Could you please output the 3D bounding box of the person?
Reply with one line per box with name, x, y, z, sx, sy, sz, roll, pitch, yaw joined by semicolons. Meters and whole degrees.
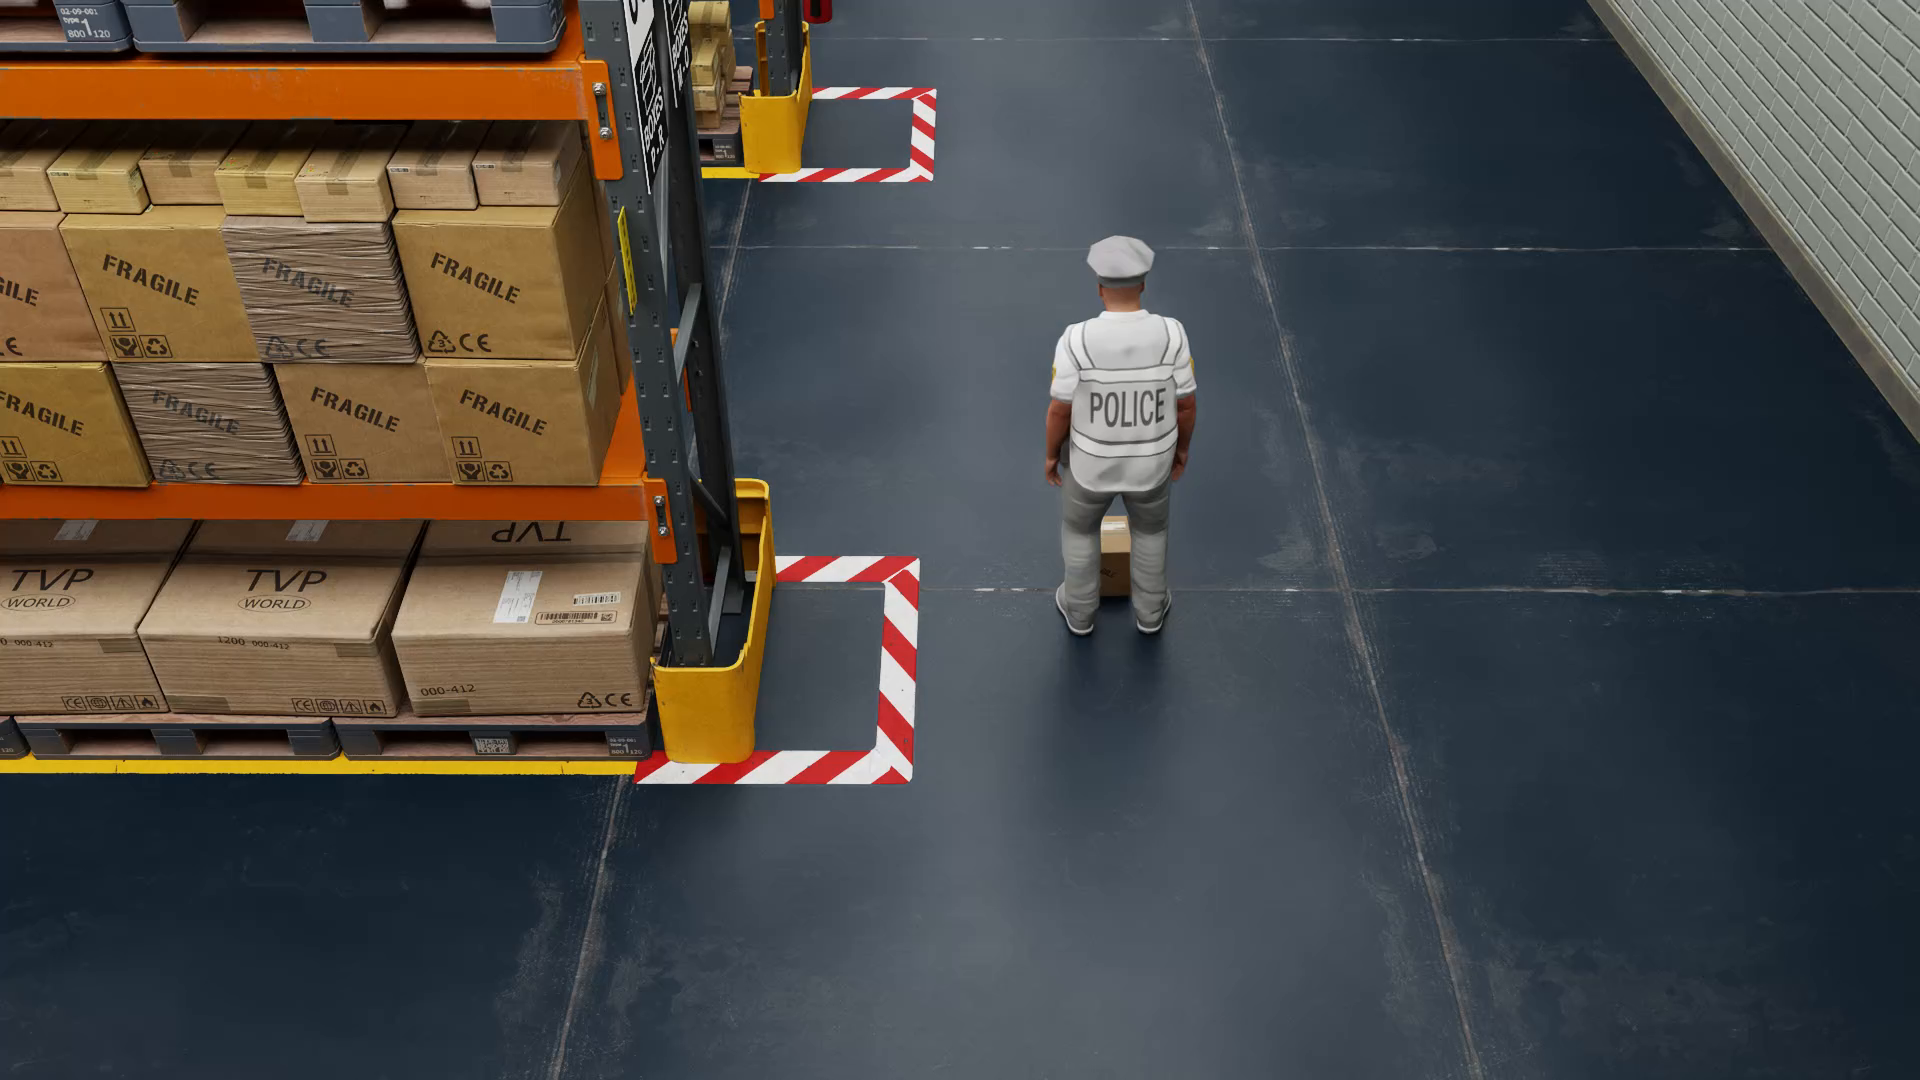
person;0.624;-0.333;6.556;0.590;1.746;0.442;-2;39;-2
